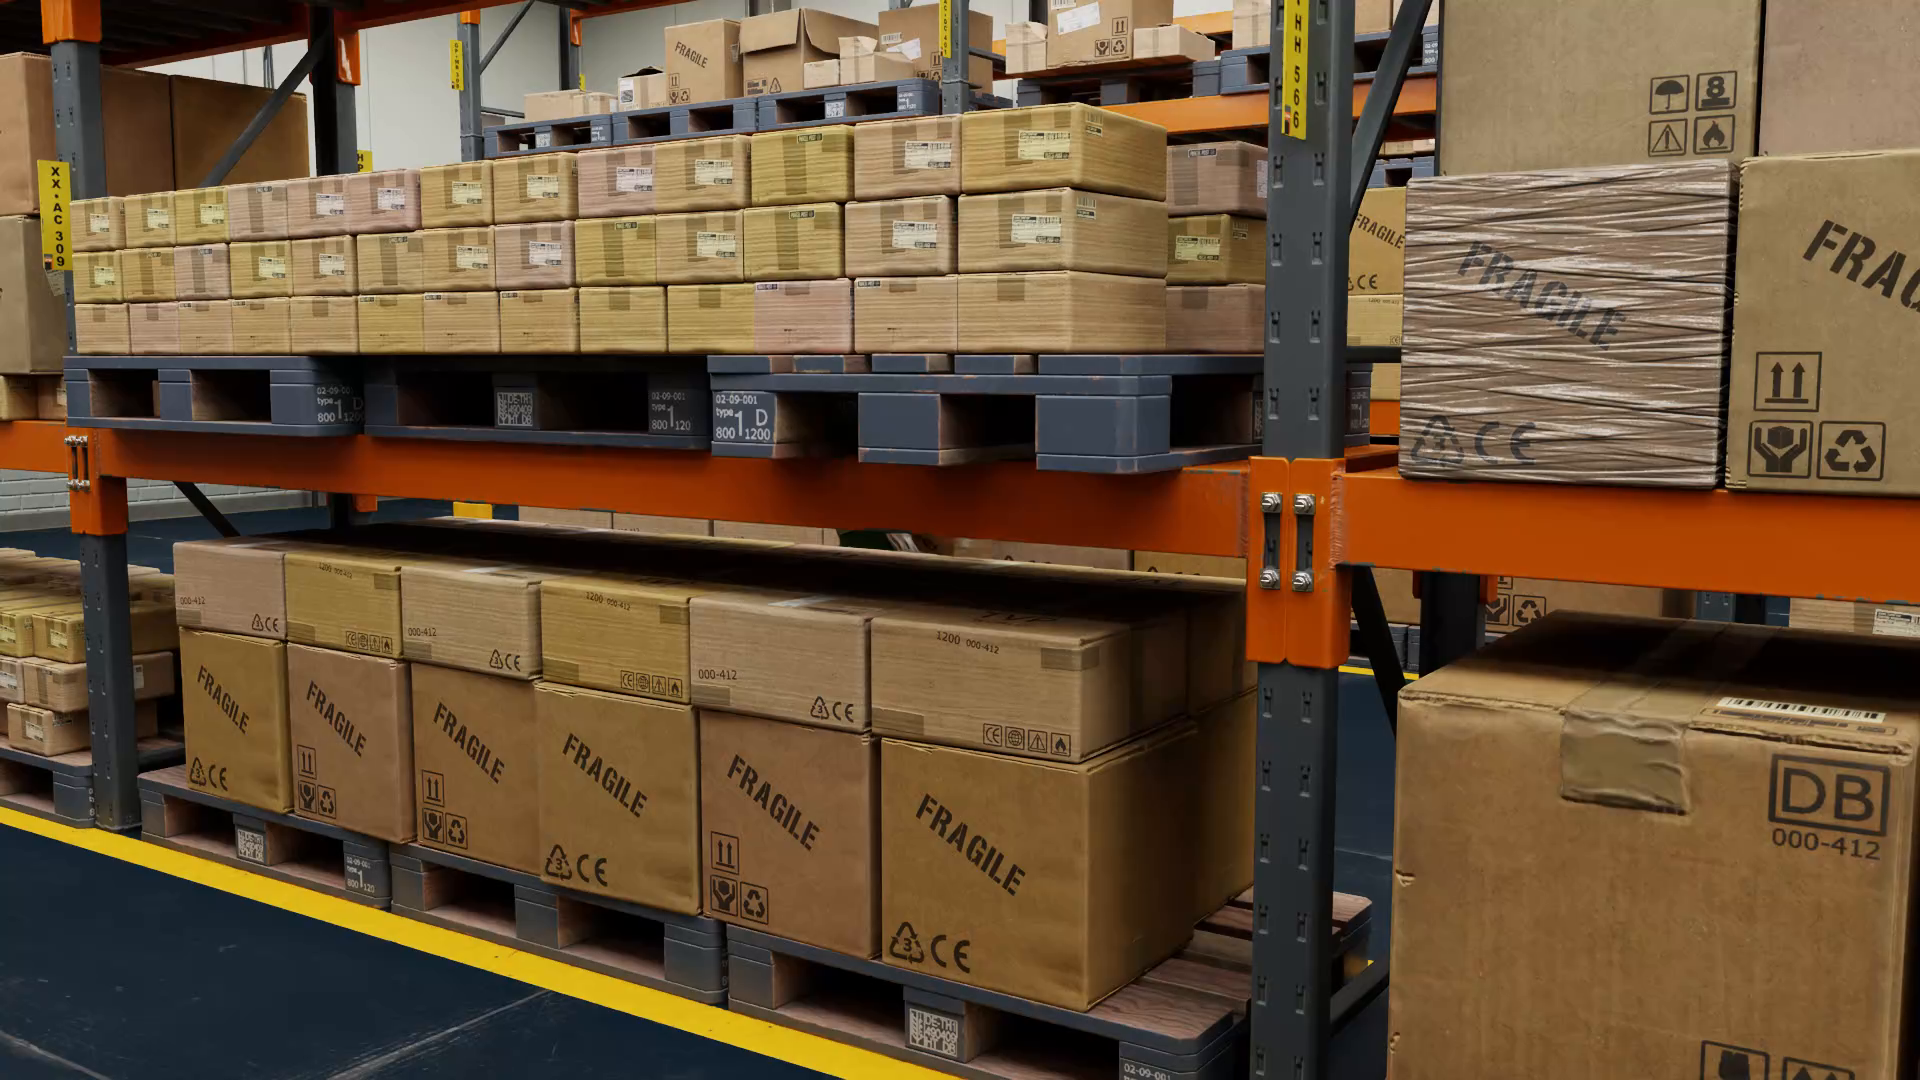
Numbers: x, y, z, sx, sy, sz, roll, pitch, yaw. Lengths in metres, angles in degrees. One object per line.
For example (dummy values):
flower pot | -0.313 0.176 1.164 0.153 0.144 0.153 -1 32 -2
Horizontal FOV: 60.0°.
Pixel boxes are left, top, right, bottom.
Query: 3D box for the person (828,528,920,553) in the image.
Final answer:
person | -0.233 -0.039 5.953 0.474 1.793 0.533 4 7 33
